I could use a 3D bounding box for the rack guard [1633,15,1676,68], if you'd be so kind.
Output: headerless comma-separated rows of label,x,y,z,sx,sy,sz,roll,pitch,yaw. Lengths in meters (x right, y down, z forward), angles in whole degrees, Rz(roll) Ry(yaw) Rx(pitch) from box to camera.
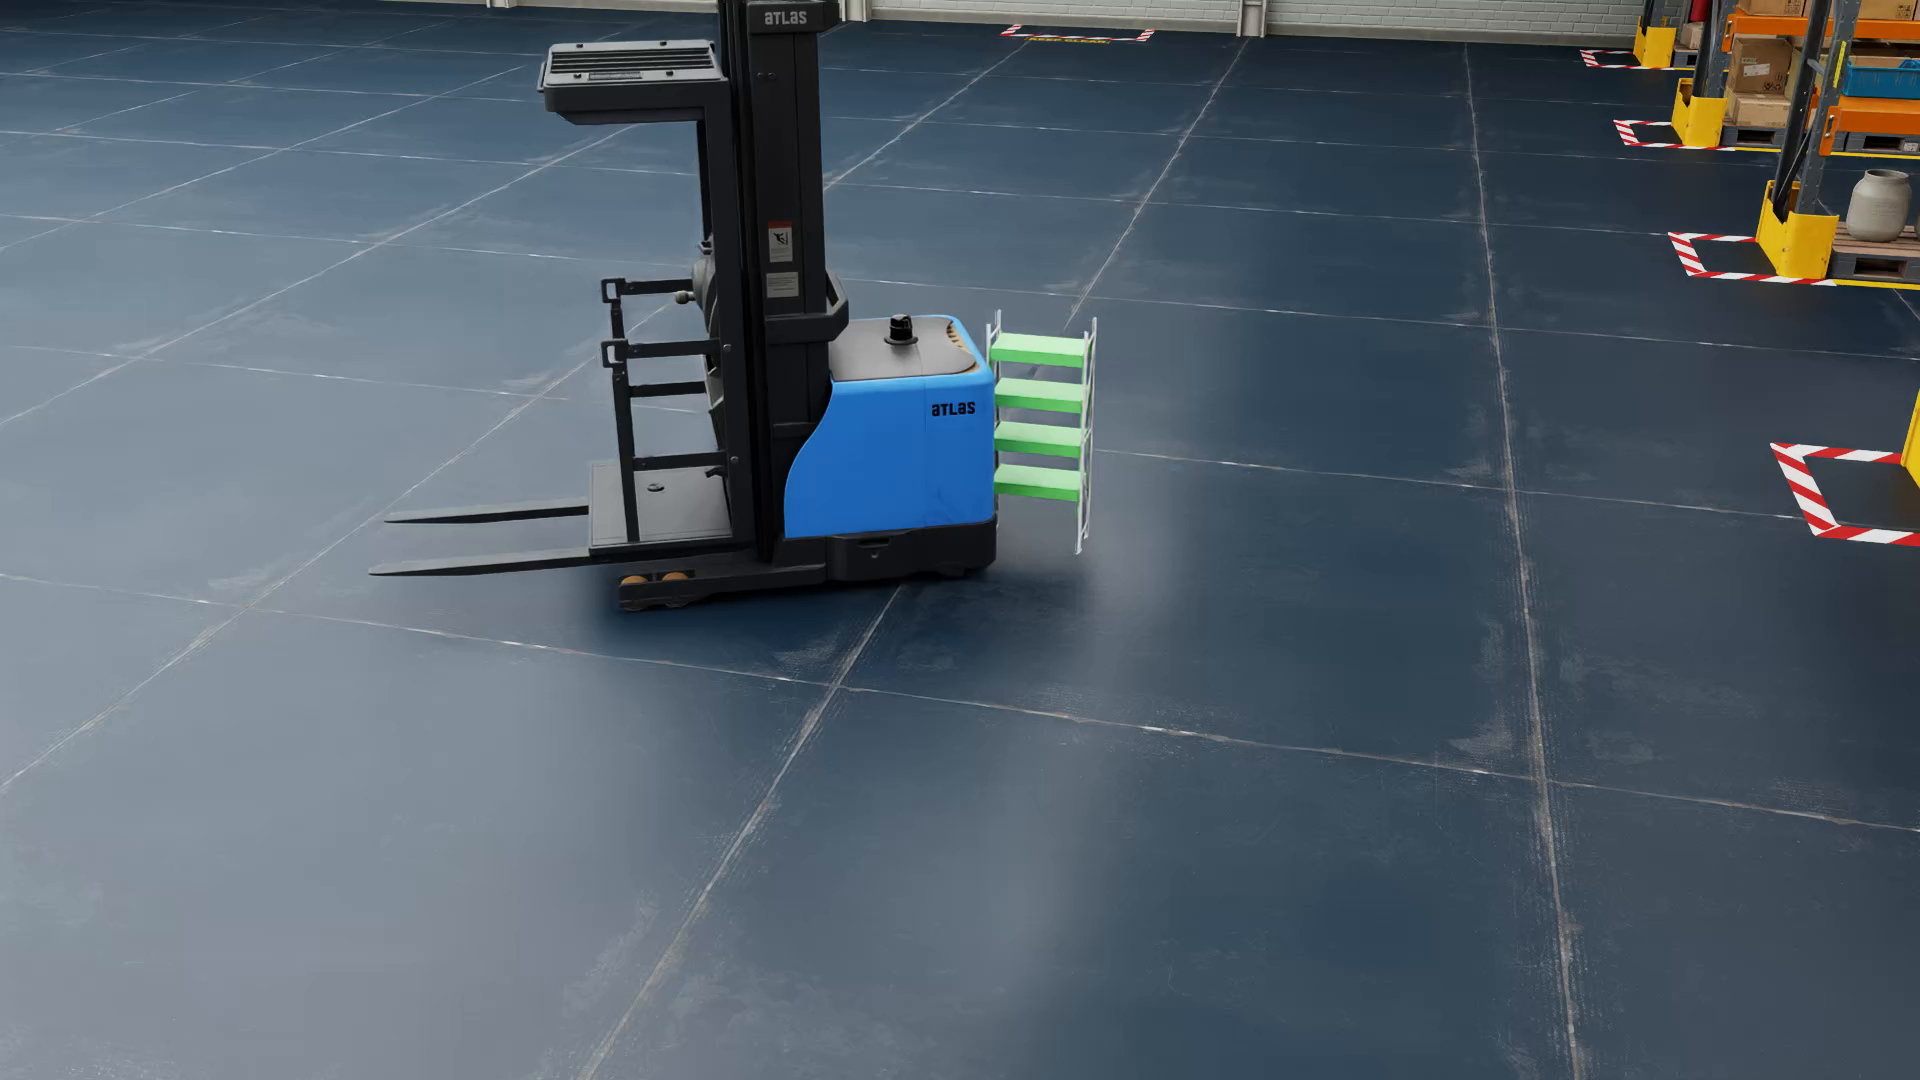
rack guard,9.223,-6.628,22.090,0.348,0.500,1.175,6,26,13

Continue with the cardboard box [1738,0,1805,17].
cardboard box,8.368,-5.692,17.100,0.500,0.500,0.700,6,26,13

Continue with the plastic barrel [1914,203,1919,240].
plastic barrel,7.824,-2.614,13.158,0.421,0.512,0.421,0,25,0

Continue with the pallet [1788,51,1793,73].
pallet,11.179,-6.264,21.663,1.213,0.211,1.003,6,26,13

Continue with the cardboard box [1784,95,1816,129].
cardboard box,8.869,-4.448,17.314,0.500,0.250,0.500,6,26,13

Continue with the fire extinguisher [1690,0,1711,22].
fire extinguisher,7.921,-5.873,17.687,0.183,0.674,0.296,6,26,13

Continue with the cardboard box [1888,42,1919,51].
cardboard box,9.969,-4.900,17.391,0.500,0.500,0.500,6,26,13

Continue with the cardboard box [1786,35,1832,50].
cardboard box,11.047,-6.563,21.442,0.500,0.500,0.700,5,26,10

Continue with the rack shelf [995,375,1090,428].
rack shelf,0.406,-0.703,8.422,0.480,0.148,0.258,6,26,13

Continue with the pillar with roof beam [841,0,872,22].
pillar with roof beam,-2.651,-10.251,19.813,0.400,9.000,9.100,6,26,13

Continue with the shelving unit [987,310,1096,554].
shelving unit,0.406,-0.544,8.498,0.503,1.200,0.258,6,26,13

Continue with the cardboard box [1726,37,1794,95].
cardboard box,8.513,-5.055,17.717,0.500,0.500,0.500,6,26,13

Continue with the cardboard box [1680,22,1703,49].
cardboard box,9.797,-6.638,21.819,0.500,0.311,0.500,3,26,7

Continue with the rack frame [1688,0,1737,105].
rack frame,7.919,-5.702,17.237,0.127,3.000,1.000,6,26,13

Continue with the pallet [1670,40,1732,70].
pallet,10.001,-6.396,21.939,1.213,0.211,1.003,6,26,13

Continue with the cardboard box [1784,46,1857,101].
cardboard box,8.868,-4.786,17.151,0.500,0.500,0.500,6,26,13

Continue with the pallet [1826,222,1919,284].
pallet,7.553,-2.304,13.343,1.213,0.211,1.003,6,26,13

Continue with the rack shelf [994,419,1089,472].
rack shelf,0.406,-0.487,8.525,0.480,0.148,0.258,6,26,13

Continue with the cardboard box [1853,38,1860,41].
cardboard box,11.479,-6.428,21.566,0.250,0.149,0.380,4,26,9

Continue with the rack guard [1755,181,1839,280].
rack guard,6.767,-2.523,13.468,0.348,0.500,1.175,6,26,13

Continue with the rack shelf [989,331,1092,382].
rack shelf,0.406,-0.920,8.319,0.480,0.148,0.258,6,26,13

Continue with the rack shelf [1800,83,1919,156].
rack shelf,8.619,-3.101,12.612,4.000,0.370,1.077,6,26,13

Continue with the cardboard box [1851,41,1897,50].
cardboard box,9.485,-4.954,17.505,0.500,0.500,0.500,6,26,13

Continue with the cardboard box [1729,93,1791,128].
cardboard box,8.383,-4.500,17.423,0.500,0.250,0.500,6,26,13

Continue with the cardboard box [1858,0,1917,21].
cardboard box,9.358,-5.582,16.869,0.500,0.500,0.700,6,26,13

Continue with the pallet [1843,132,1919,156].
pallet,9.848,-4.247,17.425,1.213,0.211,1.003,6,26,13

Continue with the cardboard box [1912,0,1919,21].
cardboard box,9.868,-5.527,16.754,0.500,0.500,0.700,7,26,15

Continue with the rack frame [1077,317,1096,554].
rack frame,0.642,-0.518,8.442,0.015,1.200,0.240,6,26,13

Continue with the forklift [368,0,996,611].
forklift,-1.388,-1.228,7.919,3.031,2.935,1.130,-5,26,-10

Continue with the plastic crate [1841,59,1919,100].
plastic crate,7.241,-3.644,13.088,0.616,0.251,0.499,6,26,13

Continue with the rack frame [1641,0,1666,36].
rack frame,9.150,-7.765,21.570,0.127,3.000,1.000,6,26,13

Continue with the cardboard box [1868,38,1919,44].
cardboard box,12.008,-6.501,21.312,0.500,0.500,0.500,4,26,9

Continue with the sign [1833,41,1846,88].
sign,6.541,-3.537,12.367,0.005,0.325,0.100,6,26,13

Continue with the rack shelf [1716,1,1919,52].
rack shelf,9.856,-5.163,16.942,4.000,0.370,1.077,6,26,13

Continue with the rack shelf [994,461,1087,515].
rack shelf,0.406,-0.270,8.628,0.480,0.148,0.258,6,26,13

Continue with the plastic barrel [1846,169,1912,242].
plastic barrel,7.339,-2.668,13.270,0.421,0.512,0.421,0,25,0

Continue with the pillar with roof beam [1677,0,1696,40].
pillar with roof beam,8.971,-8.966,17.115,0.400,9.000,9.100,6,26,13

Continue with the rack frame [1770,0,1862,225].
rack frame,6.682,-3.640,12.907,0.127,3.000,1.000,6,26,13

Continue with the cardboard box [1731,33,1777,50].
cardboard box,10.349,-6.577,21.691,0.500,0.311,0.500,9,27,17

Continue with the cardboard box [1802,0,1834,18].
cardboard box,8.878,-5.638,16.986,0.500,0.500,0.700,7,26,14

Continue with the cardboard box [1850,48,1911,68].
cardboard box,9.356,-4.738,17.050,0.500,0.500,0.500,6,26,13

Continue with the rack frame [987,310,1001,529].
rack frame,0.170,-0.571,8.553,0.015,1.200,0.240,6,26,13

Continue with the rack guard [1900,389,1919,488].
rack guard,5.522,-0.442,9.096,0.348,0.500,1.175,6,26,13

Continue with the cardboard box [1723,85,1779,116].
cardboard box,8.512,-4.716,17.876,0.500,0.250,0.500,6,26,13

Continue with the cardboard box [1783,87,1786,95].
cardboard box,9.000,-4.667,17.774,0.500,0.250,0.500,6,26,13

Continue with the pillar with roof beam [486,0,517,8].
pillar with roof beam,-8.462,-10.894,21.163,0.400,9.000,9.100,6,26,13

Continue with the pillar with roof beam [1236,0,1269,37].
pillar with roof beam,3.160,-9.609,18.464,0.400,9.000,9.100,6,26,13

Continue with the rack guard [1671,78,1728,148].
rack guard,7.896,-4.576,17.780,0.348,0.500,1.175,6,26,13

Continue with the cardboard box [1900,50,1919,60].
cardboard box,9.835,-4.677,16.922,0.500,0.500,0.500,6,26,13

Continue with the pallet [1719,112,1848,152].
pallet,8.670,-4.379,17.702,1.213,0.211,1.003,6,26,13
